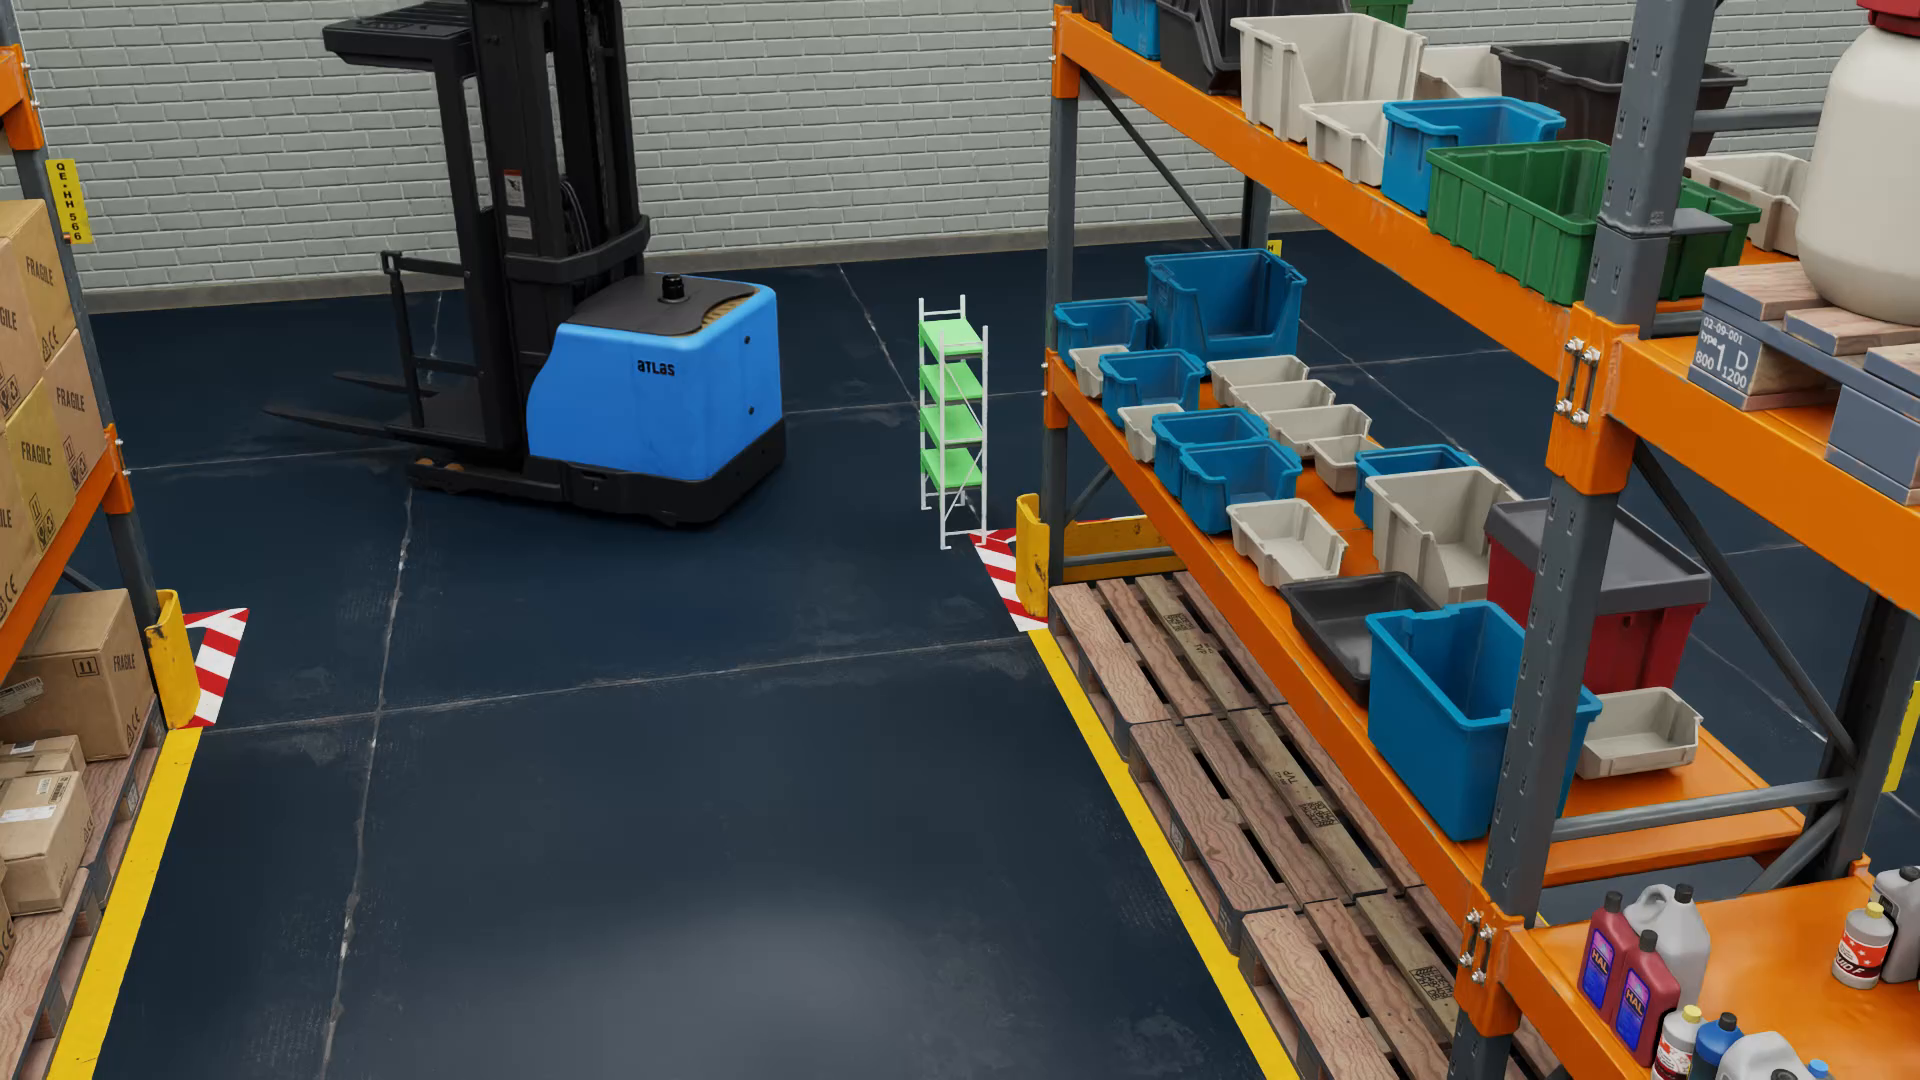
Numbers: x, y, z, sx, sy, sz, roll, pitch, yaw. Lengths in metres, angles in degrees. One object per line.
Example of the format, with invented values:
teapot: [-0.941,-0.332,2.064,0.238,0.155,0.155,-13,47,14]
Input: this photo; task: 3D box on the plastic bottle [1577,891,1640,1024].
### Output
plastic bottle: [1.456,0.928,3.711,0.061,0.283,0.133,-6,27,-12]

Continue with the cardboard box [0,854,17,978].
cardboard box: [-3.466,1.267,5.193,0.797,0.503,0.637,-6,27,-12]

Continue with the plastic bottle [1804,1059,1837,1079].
plastic bottle: [1.722,1.142,3.378,0.097,0.201,0.097,0,27,0]

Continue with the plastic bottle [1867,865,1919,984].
plastic bottle: [2.193,0.868,3.840,0.152,0.276,0.135,-6,27,-12]

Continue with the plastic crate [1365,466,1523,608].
plastic crate: [1.625,0.009,5.468,0.437,0.282,0.530,-6,27,-12]

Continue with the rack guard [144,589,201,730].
rack guard: [-3.922,0.567,7.072,1.175,0.500,0.348,-6,27,-12]

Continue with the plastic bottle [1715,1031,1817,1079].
plastic bottle: [1.605,1.130,3.320,0.152,0.276,0.135,-6,27,-12]

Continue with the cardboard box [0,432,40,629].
cardboard box: [-3.345,-0.011,5.332,0.500,0.500,0.500,-6,27,-11]

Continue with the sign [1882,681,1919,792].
sign: [2.326,0.493,4.136,0.100,0.325,0.005,-6,27,-12]

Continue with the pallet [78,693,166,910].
pallet: [-3.741,1.046,6.444,1.003,0.211,1.213,-6,27,-12]

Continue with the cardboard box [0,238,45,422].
cardboard box: [-3.456,-0.684,5.556,0.500,0.500,0.500,-5,27,-10]

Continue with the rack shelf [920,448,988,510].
rack shelf: [-0.037,-0.337,8.761,0.258,0.148,0.480,-6,27,-12]

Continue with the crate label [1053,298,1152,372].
crate label: [0.623,-0.894,7.312,0.416,0.233,0.303,-6,27,-12]

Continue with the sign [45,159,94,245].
sign: [-3.394,-1.288,6.337,0.100,0.325,0.005,-6,27,-12]

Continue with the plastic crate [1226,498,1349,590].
plastic crate: [1.104,0.029,5.590,0.293,0.136,0.466,-6,27,-12]

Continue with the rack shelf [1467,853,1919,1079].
rack shelf: [2.240,1.871,2.512,1.077,0.370,4.000,-6,27,-12]

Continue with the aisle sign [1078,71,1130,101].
aisle sign: [0.582,-2.246,6.986,0.394,0.787,0.004,-6,27,-12]

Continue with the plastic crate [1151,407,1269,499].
plastic crate: [0.919,-0.316,6.167,0.416,0.233,0.300,-6,27,-12]

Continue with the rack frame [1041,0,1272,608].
rack frame: [0.888,-1.084,7.569,1.000,3.000,0.127,-6,27,-12]

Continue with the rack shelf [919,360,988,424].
rack shelf: [-0.037,-0.766,8.544,0.258,0.148,0.480,-6,27,-12]

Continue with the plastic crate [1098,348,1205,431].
plastic crate: [0.771,-0.605,6.739,0.416,0.233,0.300,-6,27,-12]

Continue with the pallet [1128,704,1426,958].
pallet: [1.307,1.061,6.413,1.003,0.211,1.213,-6,27,-12]

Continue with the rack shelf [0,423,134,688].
rack shelf: [-3.488,0.617,4.998,1.077,0.370,4.000,-6,27,-12]

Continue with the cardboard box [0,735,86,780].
cardboard box: [-3.573,0.886,6.321,0.380,0.166,0.250,-6,27,-12]

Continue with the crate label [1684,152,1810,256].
crate label: [1.961,-0.793,3.957,0.293,0.136,0.466,-6,27,-12]

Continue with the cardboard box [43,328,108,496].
cardboard box: [-3.573,-0.458,6.218,0.500,0.500,0.500,-5,27,-10]

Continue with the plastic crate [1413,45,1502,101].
plastic crate: [1.595,-1.423,5.205,0.437,0.136,0.530,-6,27,-12]

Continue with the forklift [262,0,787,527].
forklift: [-2.567,-1.777,9.018,3.031,2.935,1.130,9,28,18]

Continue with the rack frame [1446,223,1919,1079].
rack frame: [1.789,0.672,4.090,1.000,3.000,0.127,-6,27,-12]

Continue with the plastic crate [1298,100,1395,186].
plastic crate: [1.132,-1.069,4.503,0.293,0.136,0.466,-6,27,-12]

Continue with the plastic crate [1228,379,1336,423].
plastic crate: [1.299,-0.525,6.687,0.396,0.136,0.243,-6,27,-12]

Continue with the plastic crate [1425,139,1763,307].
plastic crate: [1.399,-0.728,3.769,0.450,0.188,0.662,-6,27,-12]

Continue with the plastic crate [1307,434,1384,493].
plastic crate: [1.471,-0.277,6.196,0.298,0.136,0.250,-6,27,-12]

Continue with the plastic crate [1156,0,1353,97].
plastic crate: [0.964,-1.697,5.523,0.504,0.338,0.767,-6,27,-12]

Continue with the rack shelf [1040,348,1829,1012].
rack shelf: [1.339,0.115,5.991,1.077,0.370,4.000,-6,27,-12]

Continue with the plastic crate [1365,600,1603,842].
plastic crate: [1.352,0.482,4.417,0.392,0.384,0.575,-6,27,-12]

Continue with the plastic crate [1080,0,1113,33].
plastic crate: [0.703,-2.167,6.531,0.497,0.269,0.590,-6,27,-12]

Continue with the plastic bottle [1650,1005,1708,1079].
plastic bottle: [1.530,1.072,3.517,0.097,0.201,0.097,0,27,0]

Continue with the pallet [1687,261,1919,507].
pallet: [2.061,-0.249,2.794,1.213,0.211,1.003,-6,27,-12]

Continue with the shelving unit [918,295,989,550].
shelving unit: [-0.037,-0.608,8.624,0.258,1.200,0.503,-6,27,-12]

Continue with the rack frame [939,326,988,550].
rack frame: [0.018,-0.501,8.411,0.240,1.200,0.015,-6,27,-12]
